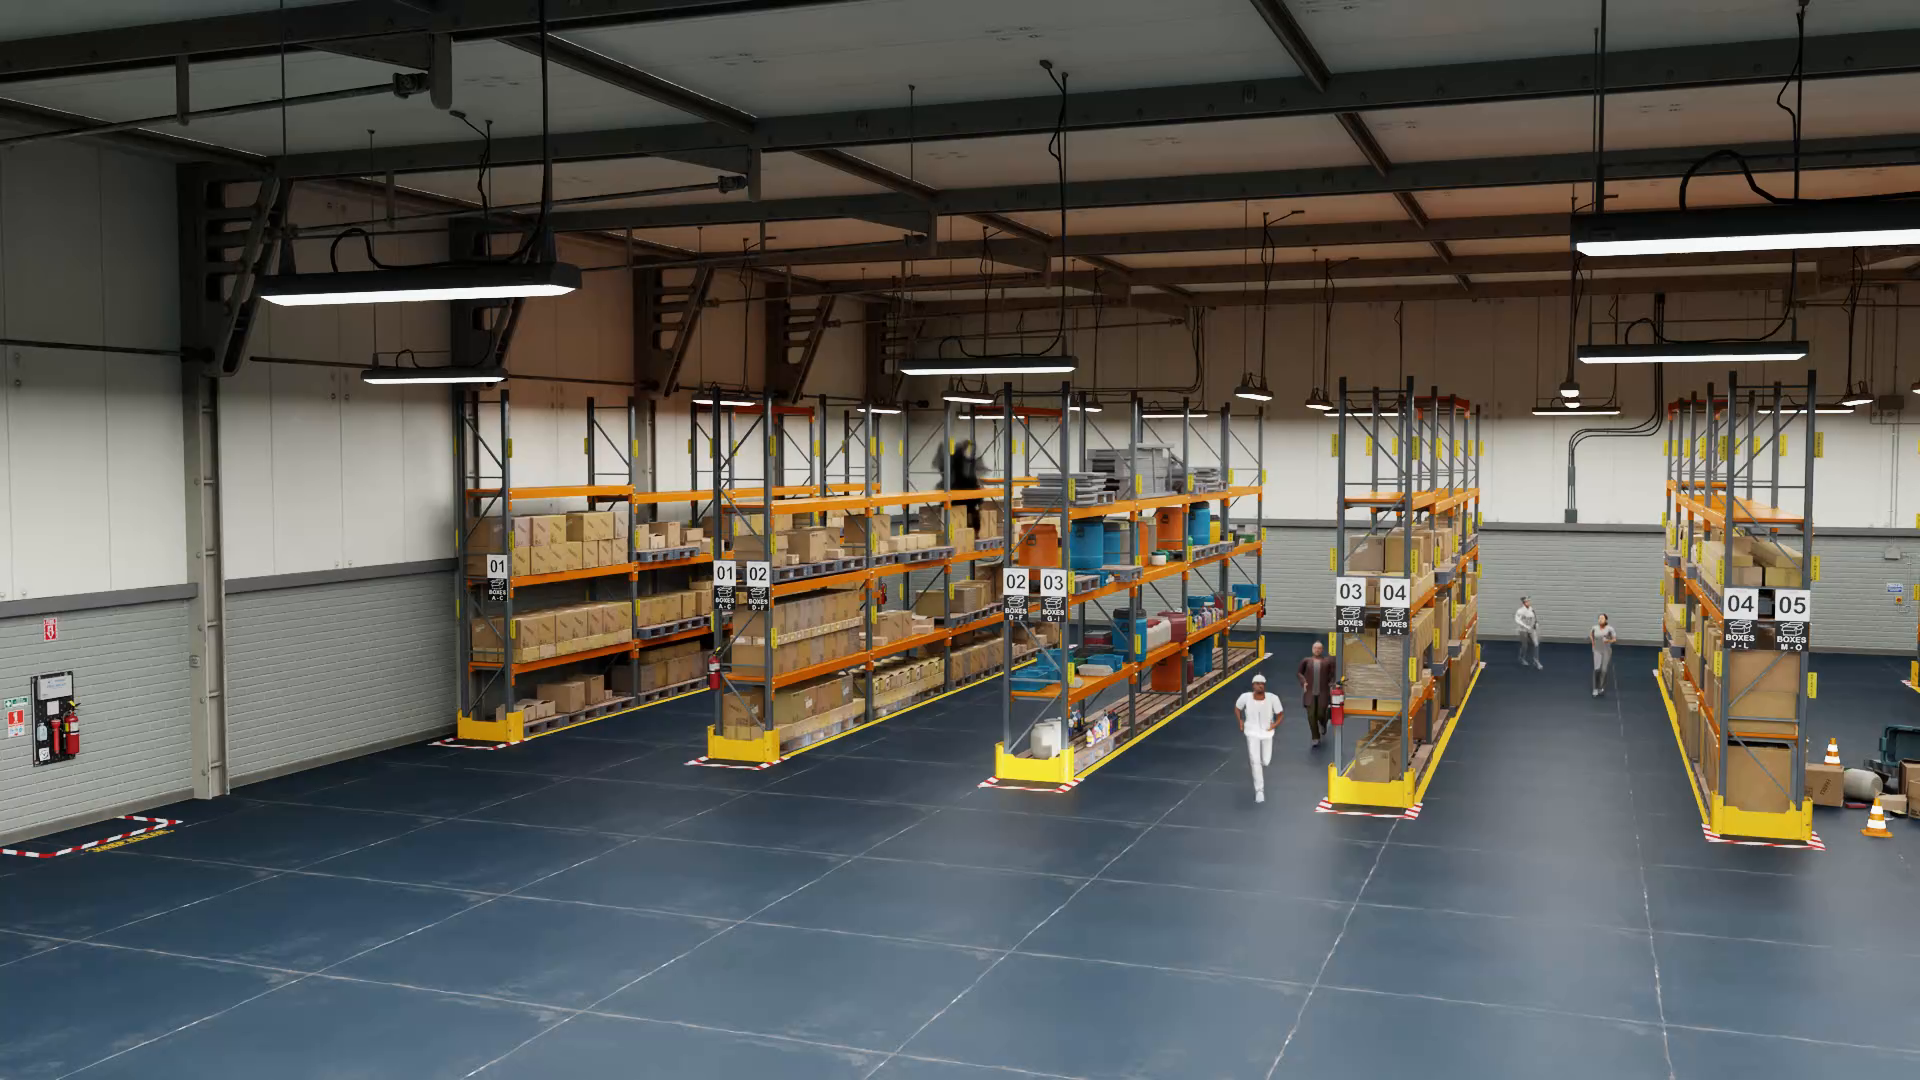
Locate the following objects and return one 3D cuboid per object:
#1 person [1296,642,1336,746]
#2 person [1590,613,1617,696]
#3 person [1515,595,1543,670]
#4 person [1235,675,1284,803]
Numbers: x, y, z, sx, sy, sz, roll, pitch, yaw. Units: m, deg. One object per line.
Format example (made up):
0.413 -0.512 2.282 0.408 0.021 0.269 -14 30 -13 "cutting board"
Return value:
6.047 2.594 28.168 0.712 1.739 0.653 1 3 18 "person"
13.015 2.329 33.671 0.536 1.705 0.711 2 4 26 "person"
12.899 2.082 37.928 0.653 1.665 0.886 -1 3 -13 "person"
4.325 2.815 23.991 0.652 1.765 1.142 0 3 -1 "person"
